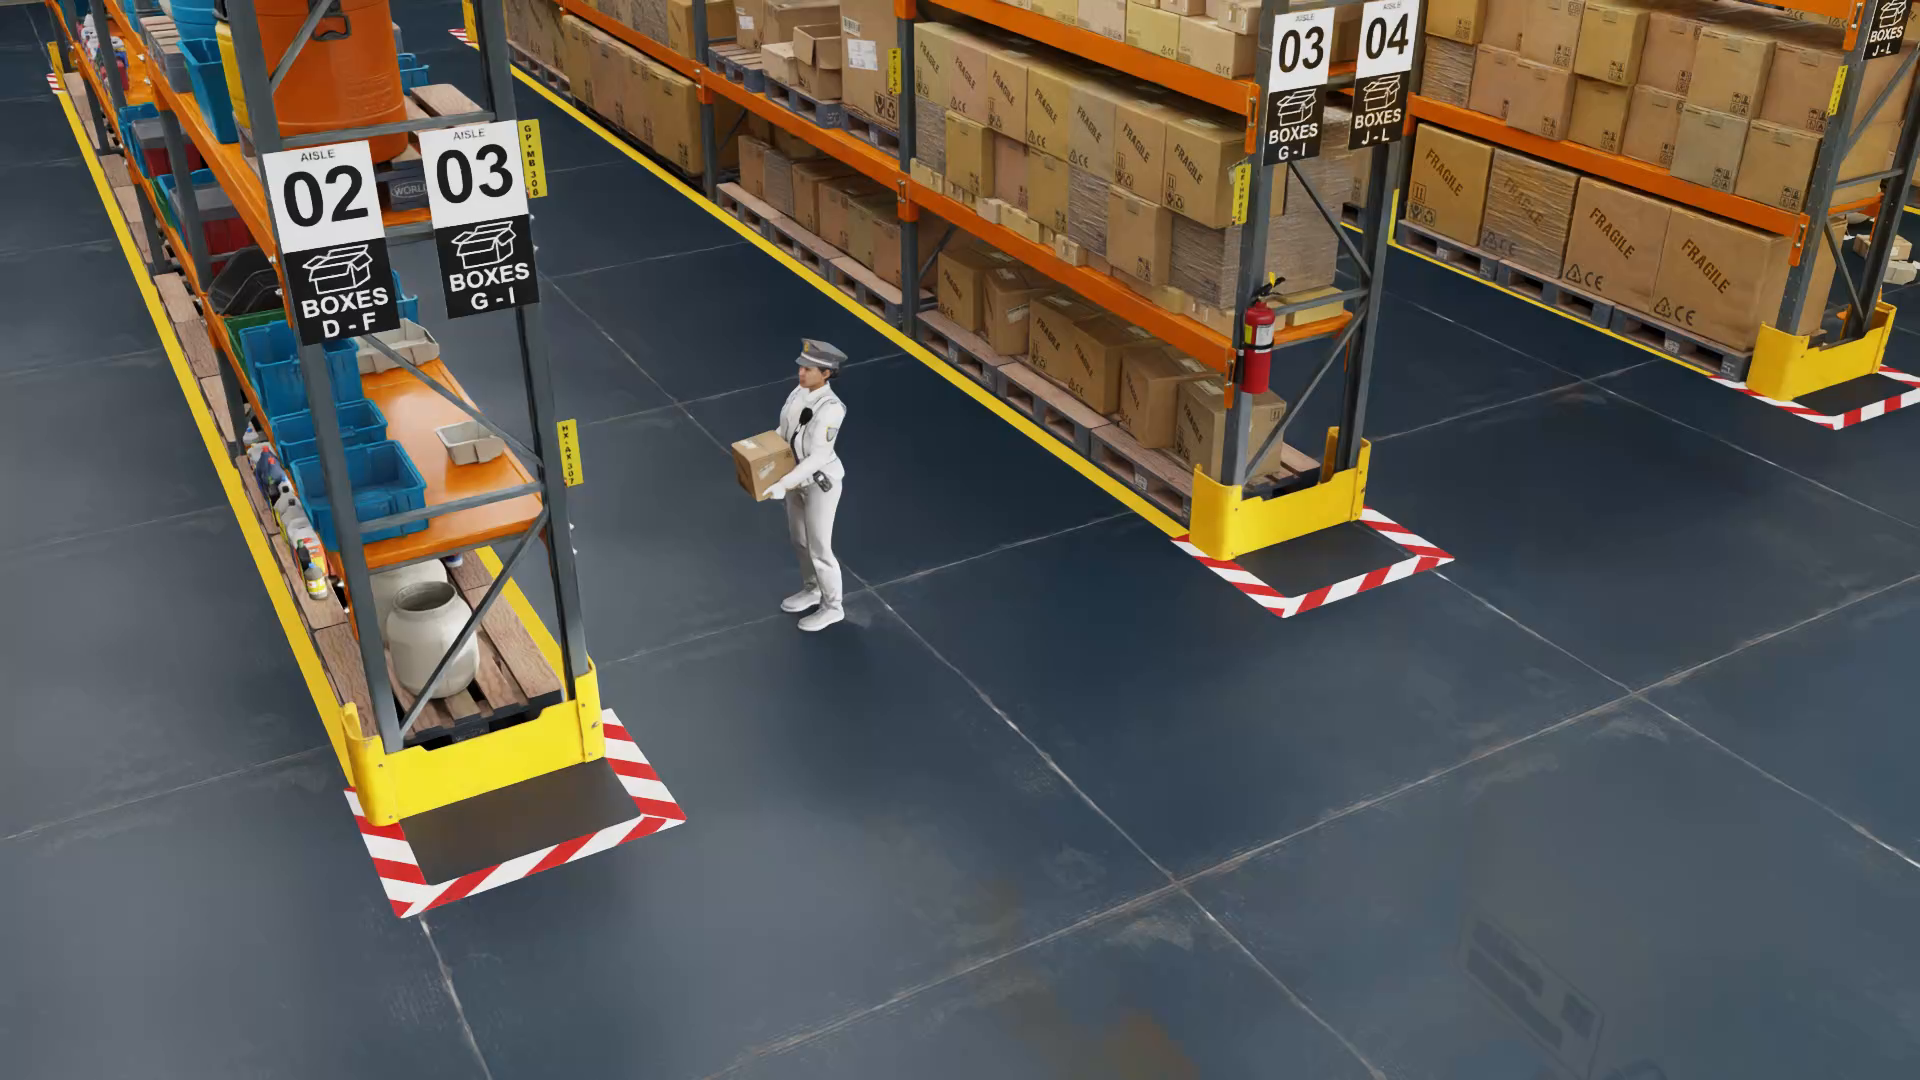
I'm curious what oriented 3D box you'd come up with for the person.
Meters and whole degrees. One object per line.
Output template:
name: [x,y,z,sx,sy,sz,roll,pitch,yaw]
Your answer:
person: [-0.868,-0.300,9.066,0.564,1.686,0.460,-16,33,-26]
